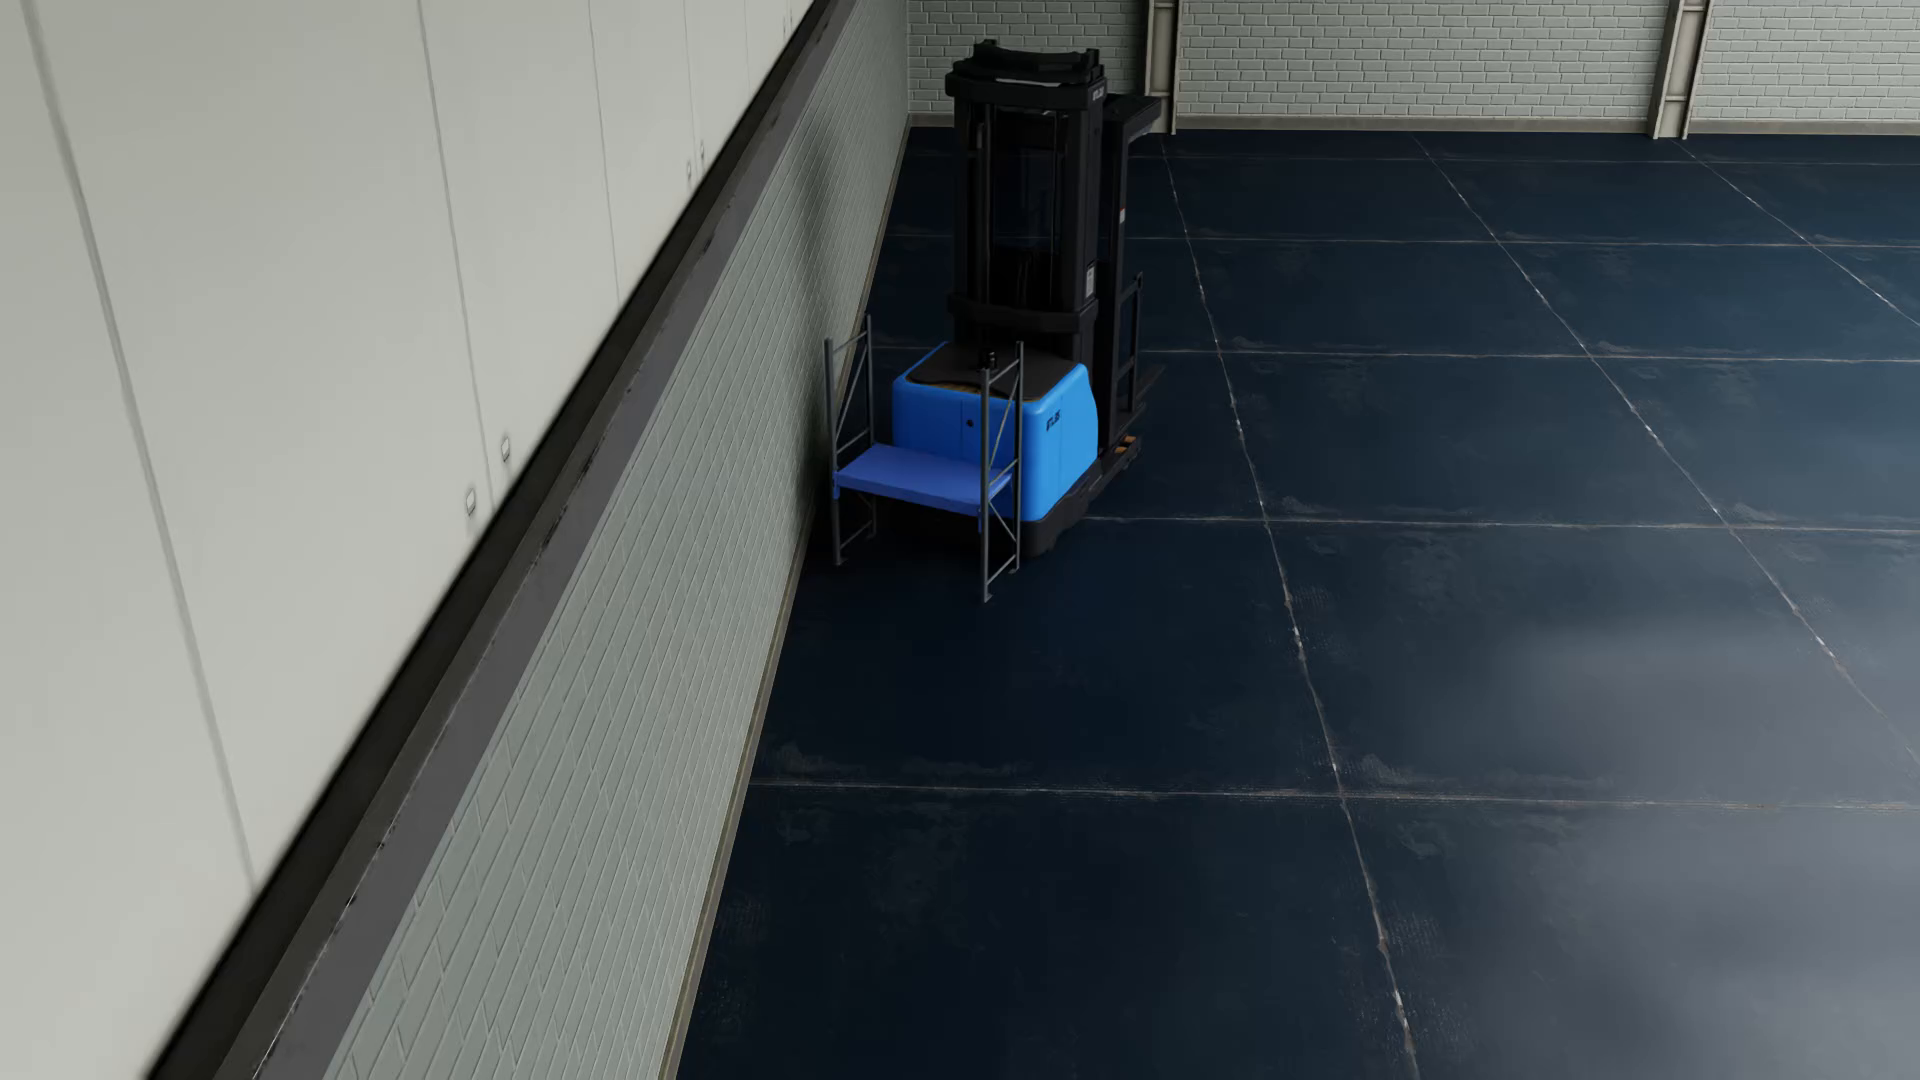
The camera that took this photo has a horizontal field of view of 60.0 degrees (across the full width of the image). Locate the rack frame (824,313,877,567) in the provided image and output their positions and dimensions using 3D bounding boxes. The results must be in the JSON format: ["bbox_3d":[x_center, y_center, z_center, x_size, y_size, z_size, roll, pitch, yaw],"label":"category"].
[{"bbox_3d":[-0.665,-0.601,10.209,0.032,1.500,0.500,13,31,23],"label":"rack frame"}]

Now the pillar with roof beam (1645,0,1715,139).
[{"bbox_3d":[8.215,-6.758,13.815,0.400,9.000,9.100,1,28,2],"label":"pillar with roof beam"}]

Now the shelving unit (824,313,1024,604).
[{"bbox_3d":[-0.210,-0.495,10.008,1.048,1.500,0.538,13,31,23],"label":"shelving unit"}]

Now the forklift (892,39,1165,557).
[{"bbox_3d":[0.633,-1.857,11.049,1.130,2.935,3.031,12,30,21],"label":"forklift"}]

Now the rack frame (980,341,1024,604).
[{"bbox_3d":[0.244,-0.388,9.807,0.032,1.500,0.500,13,31,23],"label":"rack frame"}]

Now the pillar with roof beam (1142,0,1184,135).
[{"bbox_3d":[2.218,-6.857,14.002,0.400,9.000,9.100,1,28,2],"label":"pillar with roof beam"}]

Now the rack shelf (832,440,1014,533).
[{"bbox_3d":[-0.210,-0.336,10.092,1.000,0.185,0.538,13,31,23],"label":"rack shelf"}]
